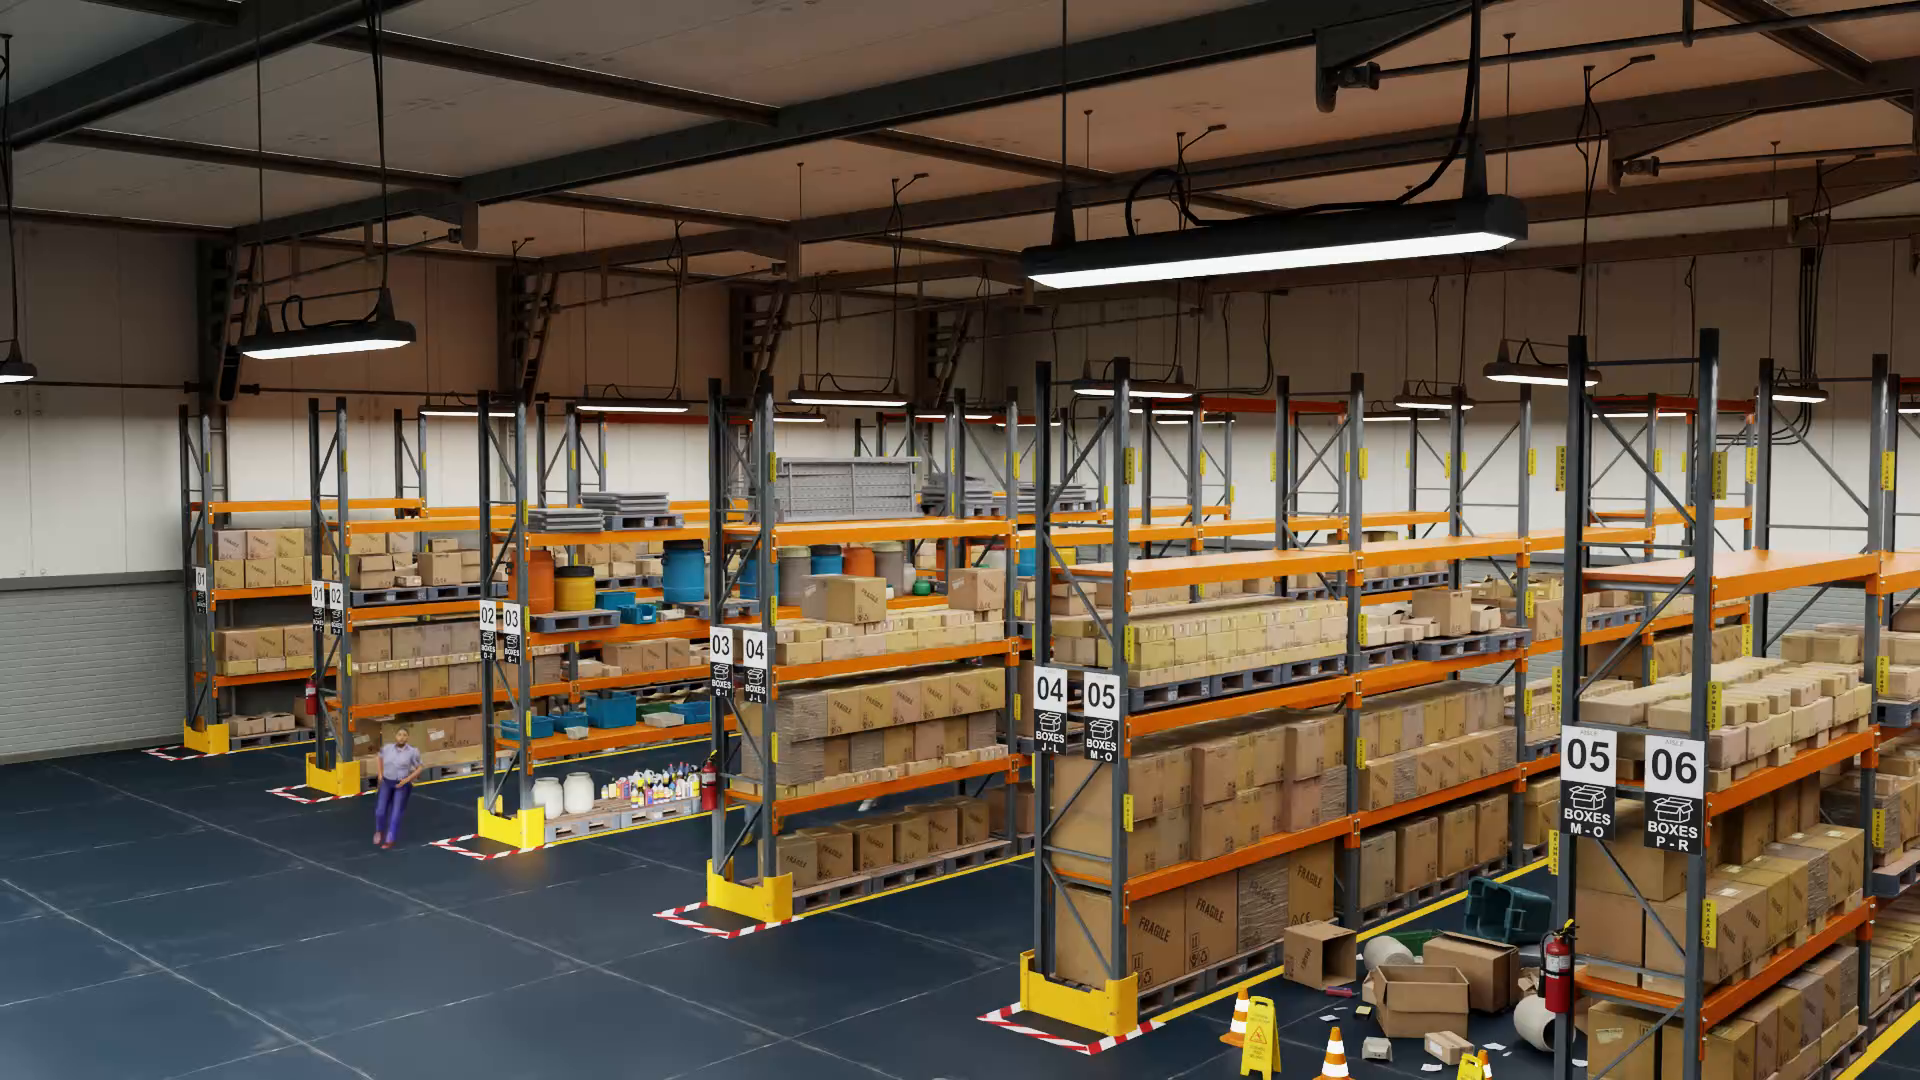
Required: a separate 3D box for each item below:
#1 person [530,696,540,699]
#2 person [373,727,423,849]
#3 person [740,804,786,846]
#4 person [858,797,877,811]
[{"bbox_3d":[-7.686,2.859,29.831,0.641,1.491,0.748,1,3,24],"label":"person"},{"bbox_3d":[-7.341,3.237,21.653,0.665,1.584,0.519,0,3,-9],"label":"person"},{"bbox_3d":[-2.621,3.096,22.047,0.713,1.707,1.124,1,3,20],"label":"person"},{"bbox_3d":[-1.178,3.056,24.240,0.711,1.724,0.873,2,3,30],"label":"person"}]
